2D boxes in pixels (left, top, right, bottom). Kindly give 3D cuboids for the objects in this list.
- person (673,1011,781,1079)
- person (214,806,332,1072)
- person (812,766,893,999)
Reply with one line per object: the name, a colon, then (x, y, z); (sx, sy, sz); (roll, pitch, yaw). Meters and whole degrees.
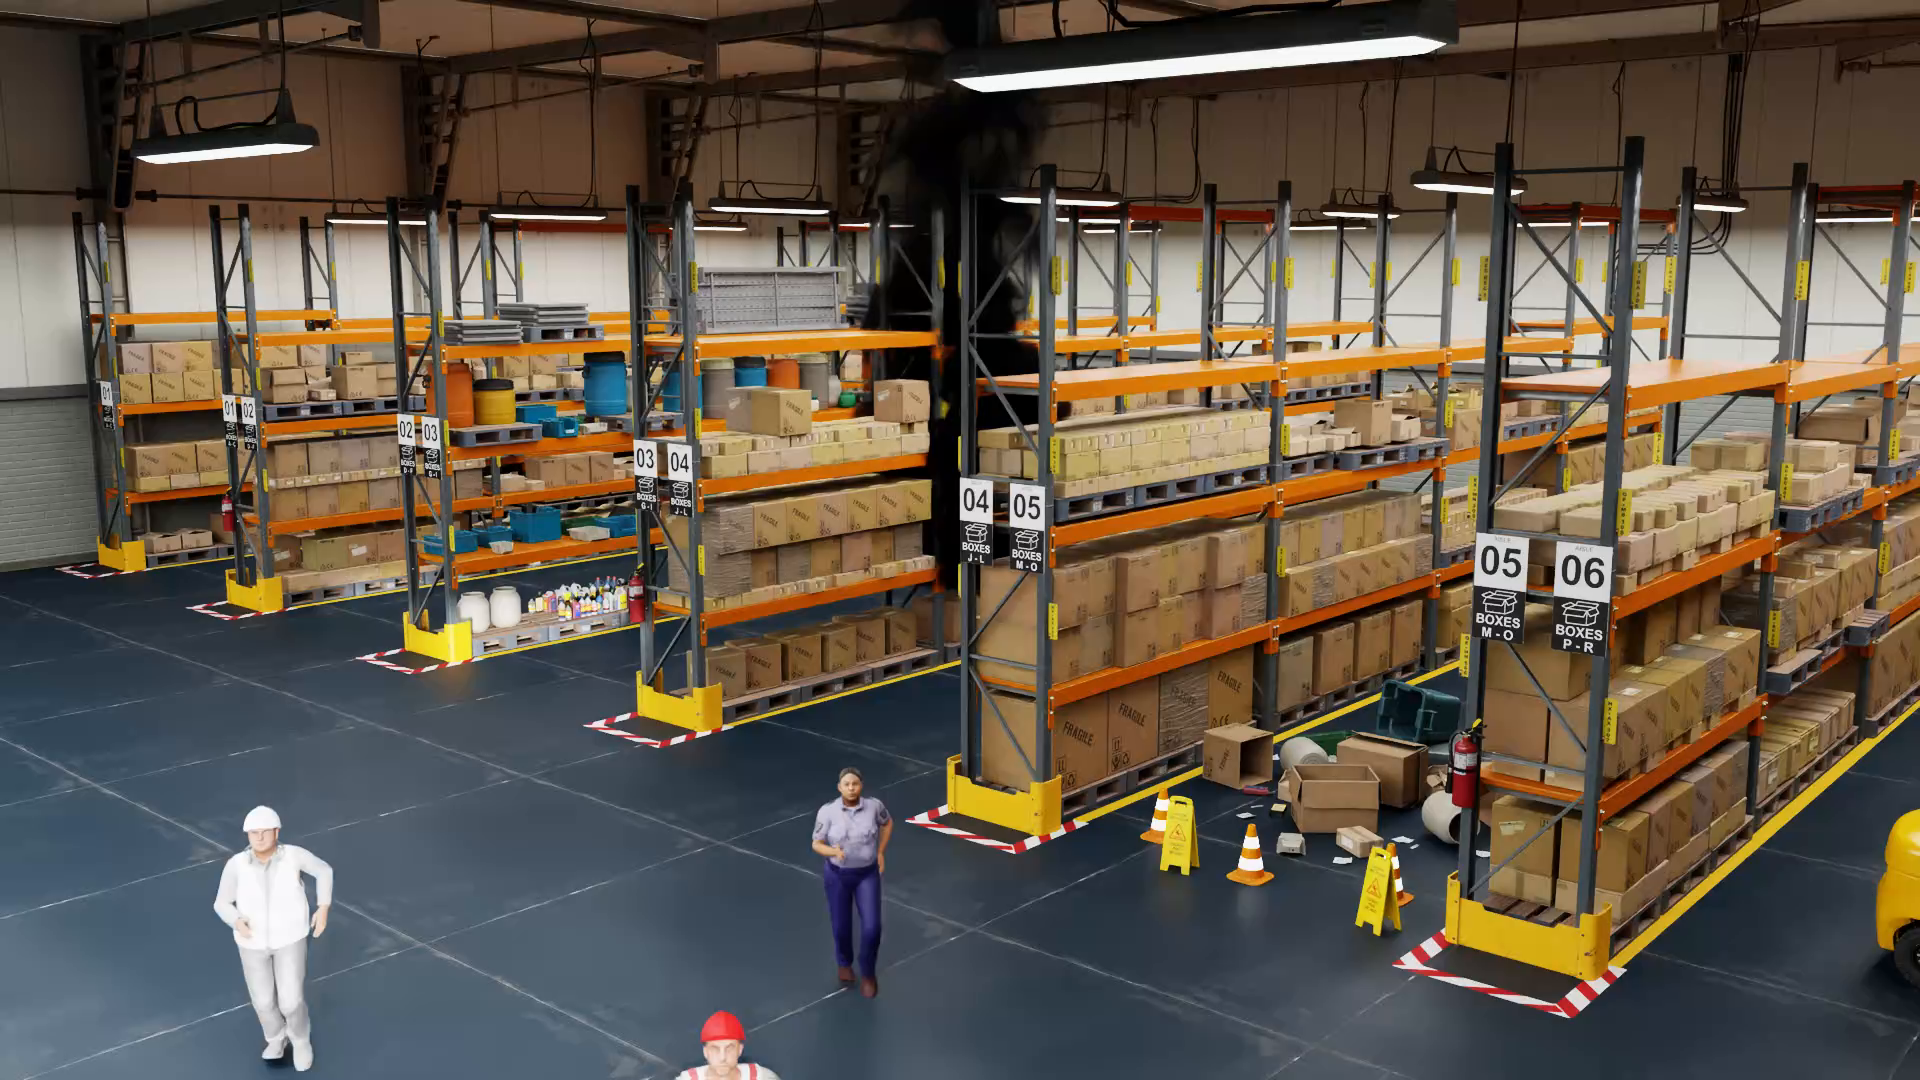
person: (-1.096, 3.034, 7.760); (0.674, 1.757, 0.806); (-2, 10, -11)
person: (-4.370, 2.571, 10.609); (0.685, 1.793, 0.692); (-2, 10, -14)
person: (-0.752, 2.438, 11.789); (0.583, 1.681, 0.660); (-1, 10, -6)
